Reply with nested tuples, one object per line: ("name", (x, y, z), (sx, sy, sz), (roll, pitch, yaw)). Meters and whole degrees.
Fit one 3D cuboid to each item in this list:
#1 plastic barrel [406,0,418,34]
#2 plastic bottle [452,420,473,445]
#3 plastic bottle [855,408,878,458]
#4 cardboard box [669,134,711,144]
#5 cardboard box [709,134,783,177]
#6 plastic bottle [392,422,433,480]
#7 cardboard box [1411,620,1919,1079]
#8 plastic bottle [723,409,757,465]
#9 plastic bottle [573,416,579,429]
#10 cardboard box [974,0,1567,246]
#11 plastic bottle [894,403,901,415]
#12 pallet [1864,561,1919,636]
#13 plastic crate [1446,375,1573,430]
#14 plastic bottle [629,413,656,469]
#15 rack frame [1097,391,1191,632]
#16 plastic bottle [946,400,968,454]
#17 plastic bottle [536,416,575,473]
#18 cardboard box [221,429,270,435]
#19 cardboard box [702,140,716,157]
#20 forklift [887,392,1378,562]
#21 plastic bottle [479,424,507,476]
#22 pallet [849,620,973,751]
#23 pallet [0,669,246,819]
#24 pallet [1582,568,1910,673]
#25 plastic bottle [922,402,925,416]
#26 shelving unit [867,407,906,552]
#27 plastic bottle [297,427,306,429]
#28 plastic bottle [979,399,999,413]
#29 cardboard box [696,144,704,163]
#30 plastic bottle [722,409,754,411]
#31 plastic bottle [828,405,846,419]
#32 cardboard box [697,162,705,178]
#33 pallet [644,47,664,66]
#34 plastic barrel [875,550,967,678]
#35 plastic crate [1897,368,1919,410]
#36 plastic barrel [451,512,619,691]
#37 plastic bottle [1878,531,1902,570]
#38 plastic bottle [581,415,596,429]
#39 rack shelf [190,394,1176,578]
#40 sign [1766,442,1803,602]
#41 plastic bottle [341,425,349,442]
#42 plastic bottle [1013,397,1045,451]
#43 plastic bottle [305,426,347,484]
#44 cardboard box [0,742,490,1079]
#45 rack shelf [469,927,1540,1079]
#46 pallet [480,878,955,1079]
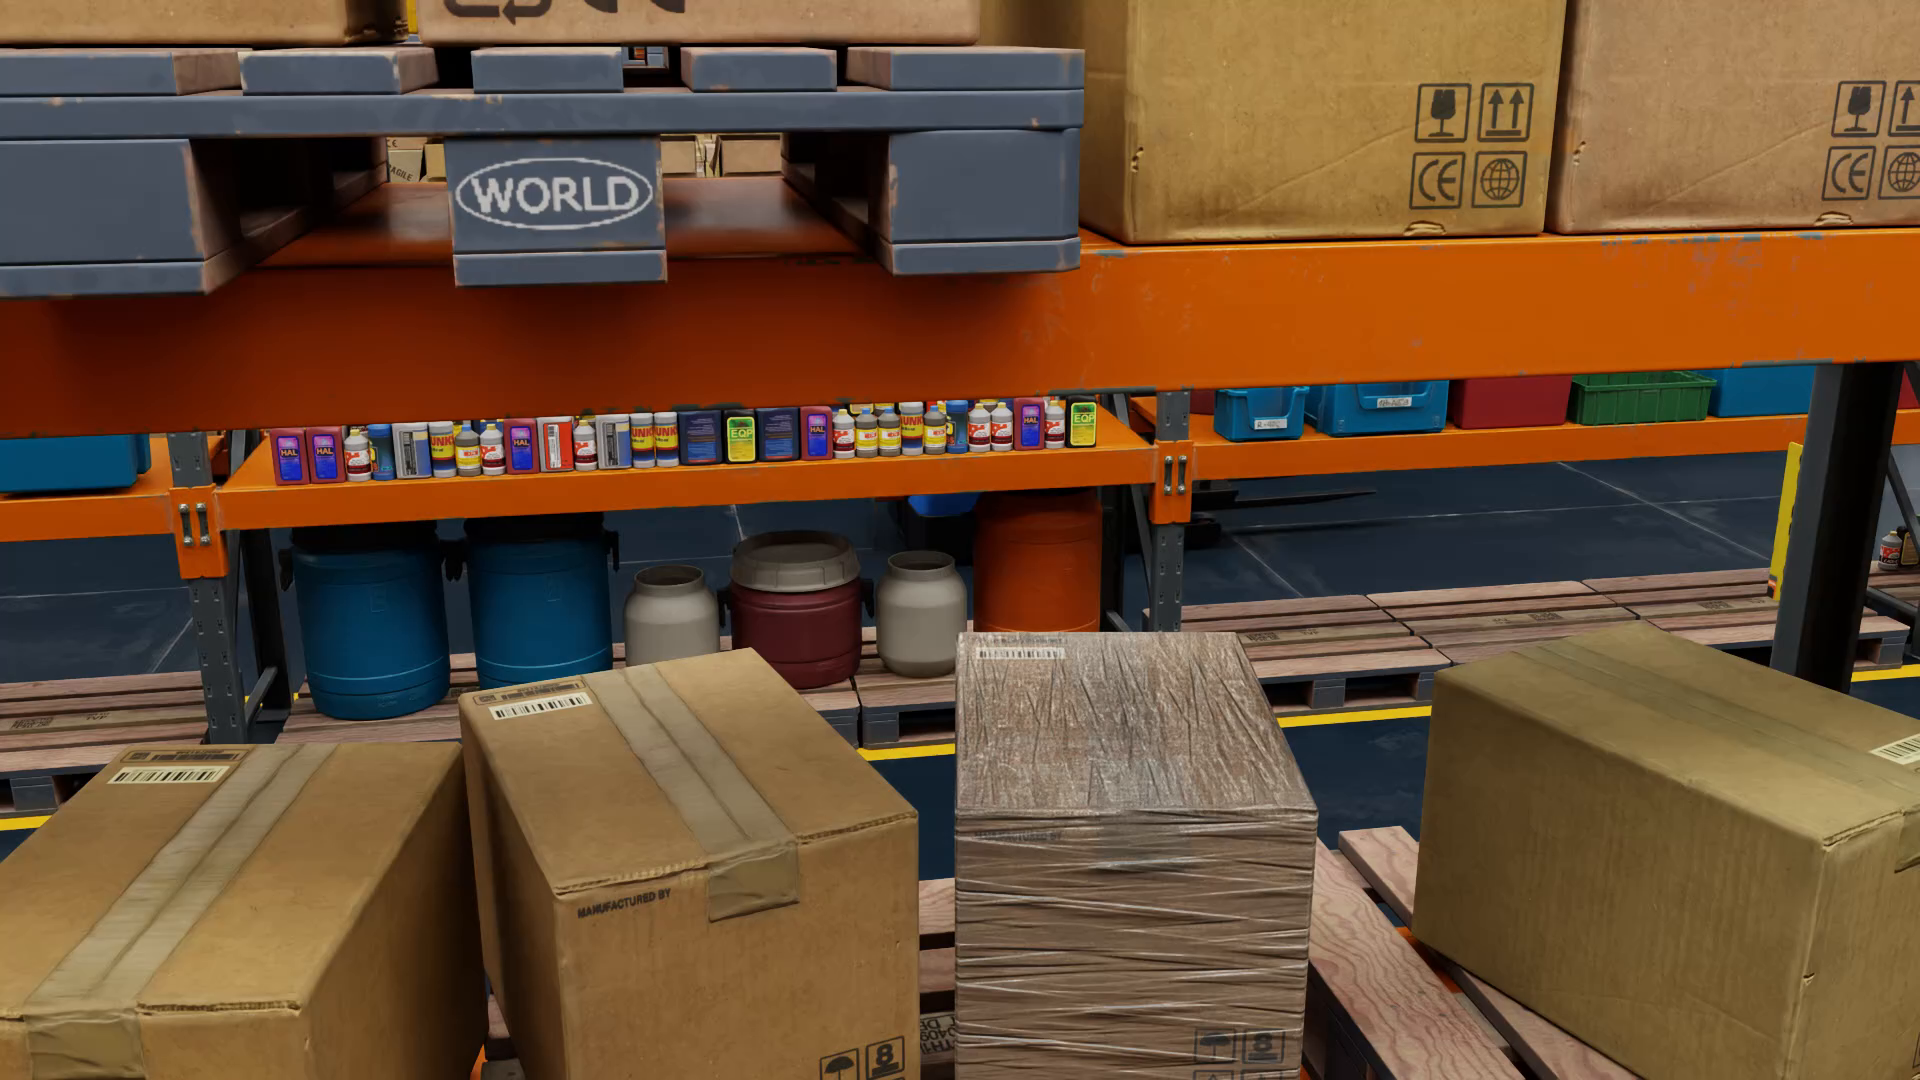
("plastic barrel", (-2.232, -2.352, 6.716), (0.600, 0.588, 0.600), (0, 17, 0))
("plastic bottle", (-2.222, -0.598, 7.235), (0.185, 0.351, 0.144), (-3, 17, -10))
("plastic bottle", (-0.395, -0.454, 7.019), (0.097, 0.201, 0.097), (0, 17, 0))
("cardboard box", (-3.411, -5.029, 20.979), (0.500, 0.250, 0.500), (-4, 17, -12))
("cardboard box", (-1.463, -2.624, 11.869), (0.637, 0.503, 0.797), (-3, 17, -9))
("plastic bottle", (-2.204, -0.395, 6.700), (0.135, 0.276, 0.152), (-3, 17, -10))
("cardboard box", (1.177, 0.506, 2.669), (0.500, 0.500, 0.700), (-10, 20, -29))
("plastic bottle", (-0.913, -0.458, 6.893), (0.133, 0.283, 0.061), (-3, 17, -10))
("plastic bottle", (-1.736, -0.593, 7.352), (0.097, 0.271, 0.097), (0, 17, 0))
("cardboard box", (0.340, -0.703, 2.213), (0.500, 0.500, 0.910), (-3, 17, -10))
("plastic bottle", (-0.243, -0.734, 7.792), (0.133, 0.283, 0.061), (-3, 17, -10))
("pallet", (5.432, 0.344, 8.832), (1.213, 0.211, 1.003), (-3, 17, -10))
("plastic crate", (2.482, -0.773, 7.611), (0.583, 0.464, 0.402), (-3, 17, -10))
("plastic bottle", (-1.307, -0.436, 6.840), (0.097, 0.271, 0.097), (0, 17, 0))
("rack frame", (0.838, -0.741, 7.615), (0.127, 3.000, 1.000), (-3, 17, -10))
("plastic bottle", (-0.013, -0.509, 7.079), (0.097, 0.271, 0.097), (0, 17, 0))
("plastic bottle", (-1.654, -0.426, 6.802), (0.135, 0.276, 0.152), (-3, 17, -10))
("cardboard box", (-4.693, -1.117, 11.744), (0.875, 0.875, 0.875), (-3, 17, -10))
("cardboard box", (-2.465, -3.941, 16.733), (0.250, 0.149, 0.380), (-2, 17, -8))
("forklift", (1.110, -1.486, 10.158), (3.031, 2.935, 1.130), (-4, 18, -13))
("plastic bottle", (-1.894, -0.369, 6.742), (0.097, 0.201, 0.097), (0, 17, 0))
("pallet", (0.071, 0.648, 7.842), (1.213, 0.211, 1.003), (-3, 17, -10))
("pallet", (-3.804, 0.867, 7.129), (1.213, 0.211, 1.003), (-3, 17, -10))
("pallet", (4.001, 0.424, 8.571), (1.213, 0.211, 1.003), (-3, 17, -10))
("plastic bottle", (-0.210, -0.707, 7.722), (0.097, 0.271, 0.097), (0, 17, 0))
("shelving unit", (-0.452, -0.541, 10.029), (0.189, 1.200, 0.258), (-4, 18, -13))
("plastic bottle", (-2.643, -0.423, 6.664), (0.185, 0.351, 0.144), (-3, 17, -10))
("plastic bottle", (0.137, -0.711, 7.856), (0.097, 0.201, 0.097), (0, 17, 0))
("cardboard box", (-2.608, -3.738, 16.074), (0.250, 0.149, 0.380), (-2, 17, -8))
("plastic bottle", (-0.925, -0.476, 6.950), (0.133, 0.283, 0.061), (-3, 17, -10))
("plastic bottle", (-0.579, -0.704, 7.713), (0.097, 0.271, 0.097), (0, 17, 0))
("cardboard box", (-2.609, -3.596, 16.116), (0.250, 0.149, 0.380), (-3, 17, -9))
("pallet", (-1.226, -1.997, 6.919), (1.213, 0.211, 1.003), (-3, 17, -10))
("plastic barrel", (-0.177, 0.337, 7.628), (0.421, 0.512, 0.421), (0, 17, 0))
("plastic crate", (4.348, -0.879, 7.956), (0.583, 0.464, 0.402), (-3, 17, -10))
("plastic barrel", (-1.857, 0.219, 7.347), (0.708, 0.901, 0.600), (-3, 17, -10))
("plastic bottle", (5.062, 0.054, 9.045), (0.097, 0.201, 0.097), (0, 17, 0))
("plastic bottle", (-1.670, -0.608, 7.522), (0.097, 0.201, 0.097), (0, 17, 0))
("rack shelf", (-1.126, -0.286, 7.358), (4.000, 0.370, 1.077), (-3, 17, -10))
("sign", (1.665, -0.026, 3.316), (0.005, 0.325, 0.100), (-3, 17, -10))
("plastic bottle", (-2.764, -0.574, 7.283), (0.135, 0.276, 0.152), (-3, 17, -10))
("plastic bottle", (0.295, -0.527, 7.116), (0.133, 0.283, 0.061), (-3, 17, -10))
("plastic bottle", (-2.518, -0.367, 6.597), (0.133, 0.283, 0.061), (-3, 17, -10))
("cardboard box", (-0.983, 0.643, 2.224), (0.500, 0.500, 0.700), (-1, 17, -2))
("rack shelf", (-0.190, 1.143, 2.708), (4.000, 0.370, 1.077), (-3, 17, -10))
("pallet", (-0.135, 0.889, 2.636), (1.213, 0.211, 1.003), (-3, 17, -10))
